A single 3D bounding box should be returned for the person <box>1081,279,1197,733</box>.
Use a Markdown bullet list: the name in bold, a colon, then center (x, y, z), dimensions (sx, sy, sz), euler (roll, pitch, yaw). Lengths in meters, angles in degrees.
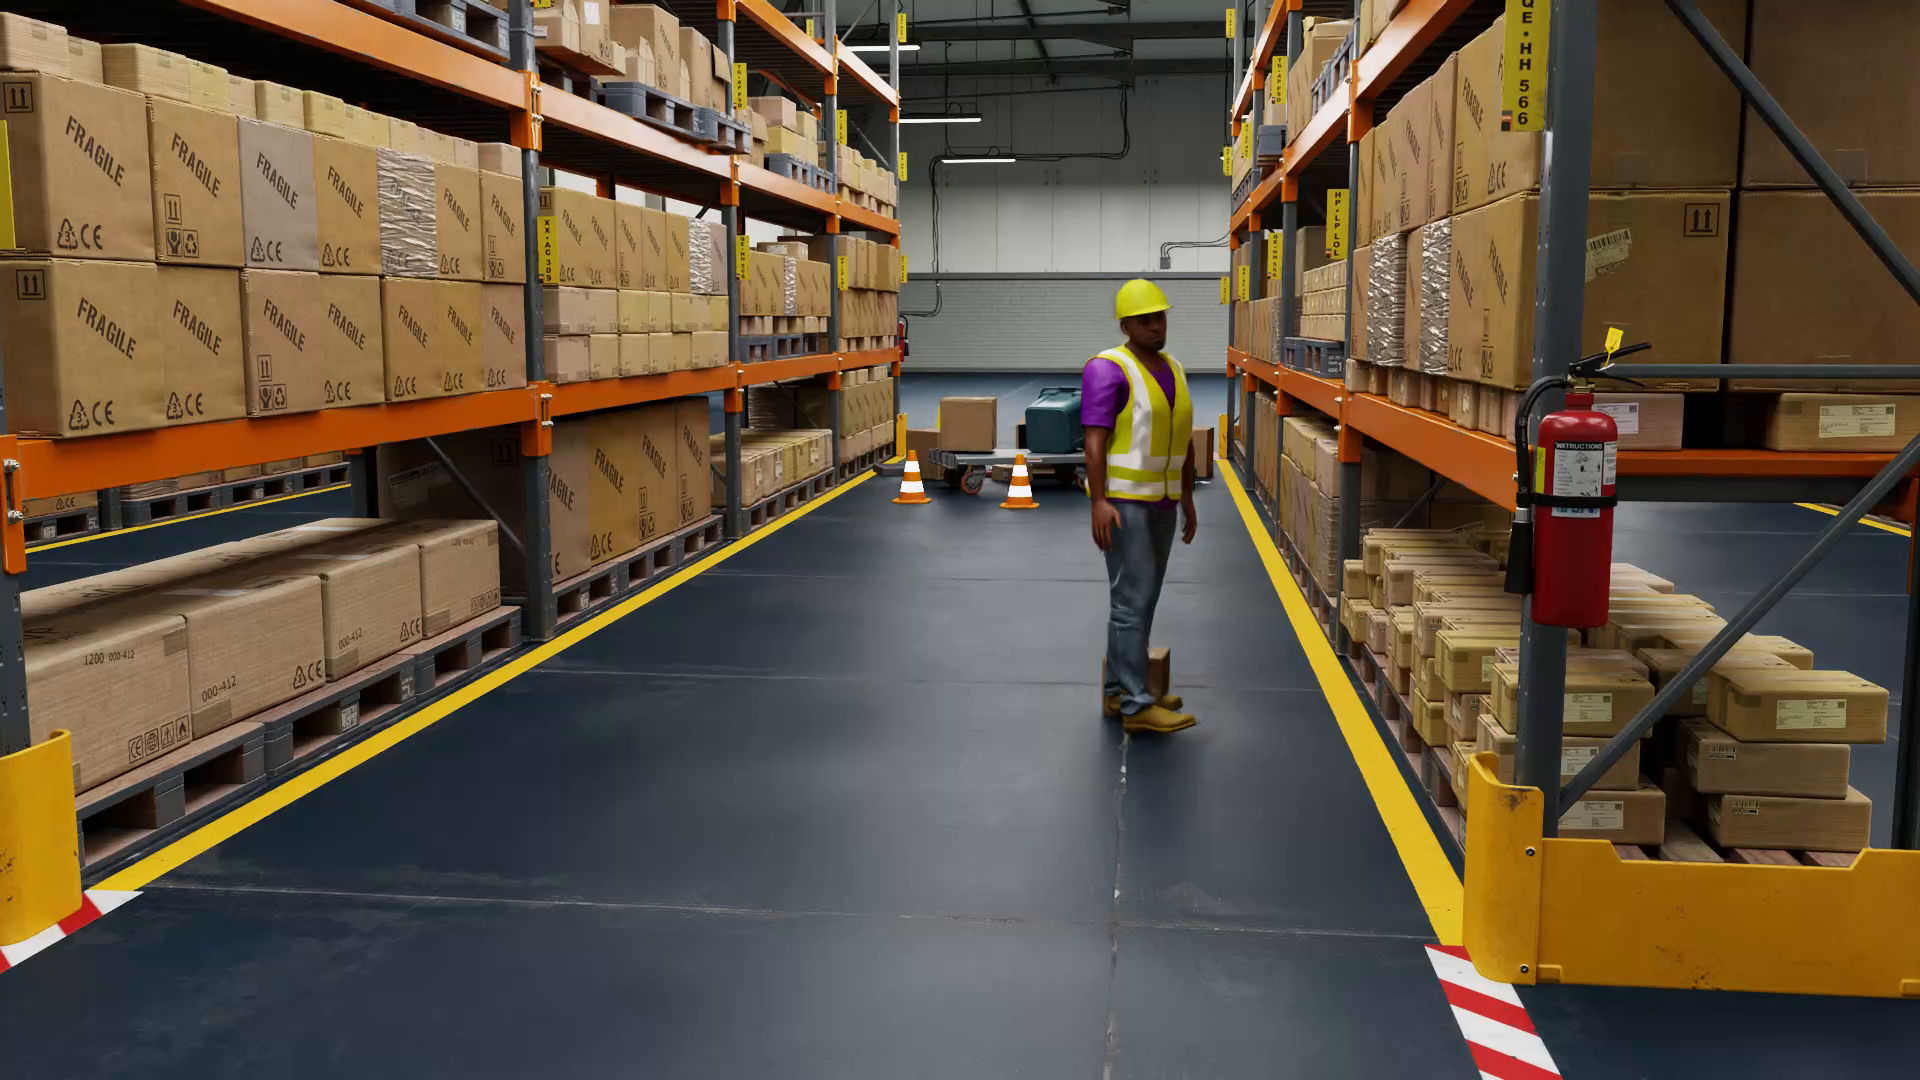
- **person**: center (0.752, -0.138, 6.549), dimensions (0.560, 1.763, 0.651), euler (7, 10, 41)
